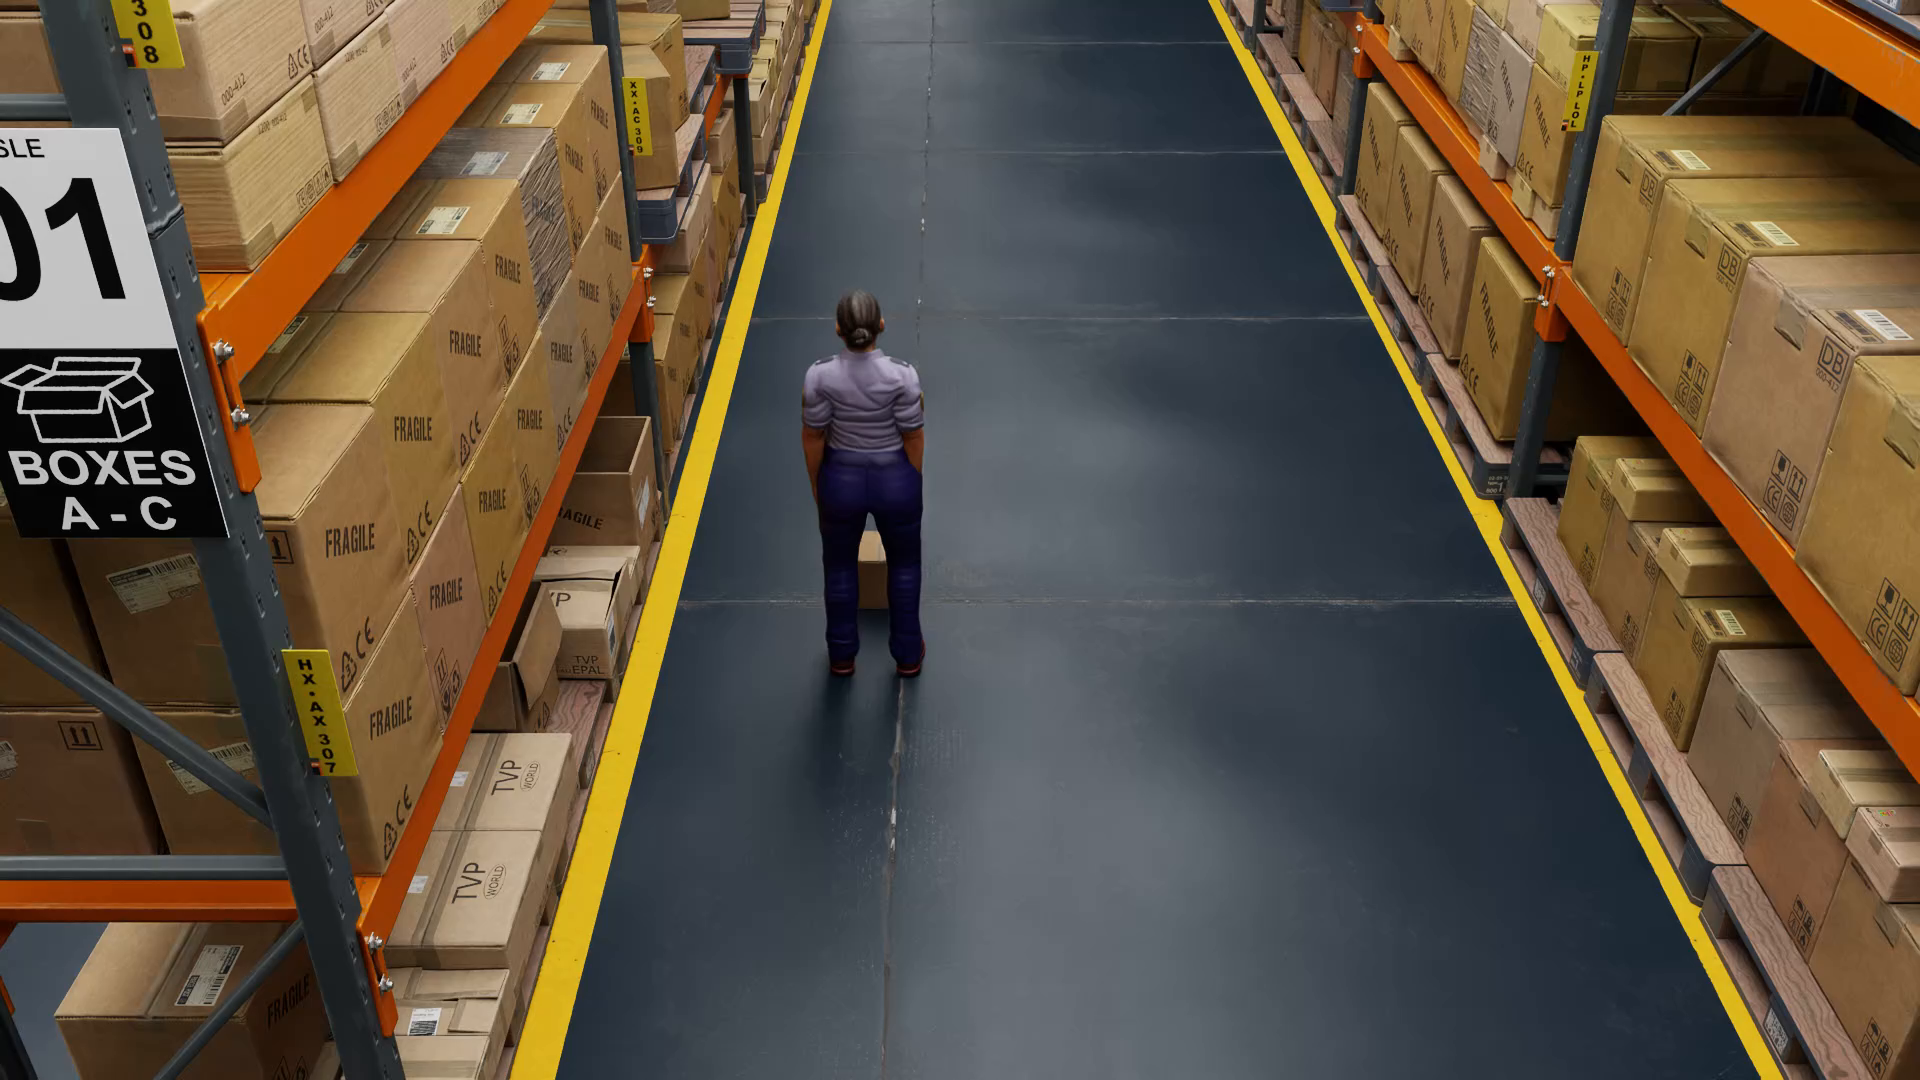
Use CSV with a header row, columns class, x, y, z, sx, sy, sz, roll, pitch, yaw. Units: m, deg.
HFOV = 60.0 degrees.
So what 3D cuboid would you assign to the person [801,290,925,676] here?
class,x,y,z,sx,sy,sz,roll,pitch,yaw
person,-0.370,-0.202,6.497,0.470,1.631,0.342,0,32,1
